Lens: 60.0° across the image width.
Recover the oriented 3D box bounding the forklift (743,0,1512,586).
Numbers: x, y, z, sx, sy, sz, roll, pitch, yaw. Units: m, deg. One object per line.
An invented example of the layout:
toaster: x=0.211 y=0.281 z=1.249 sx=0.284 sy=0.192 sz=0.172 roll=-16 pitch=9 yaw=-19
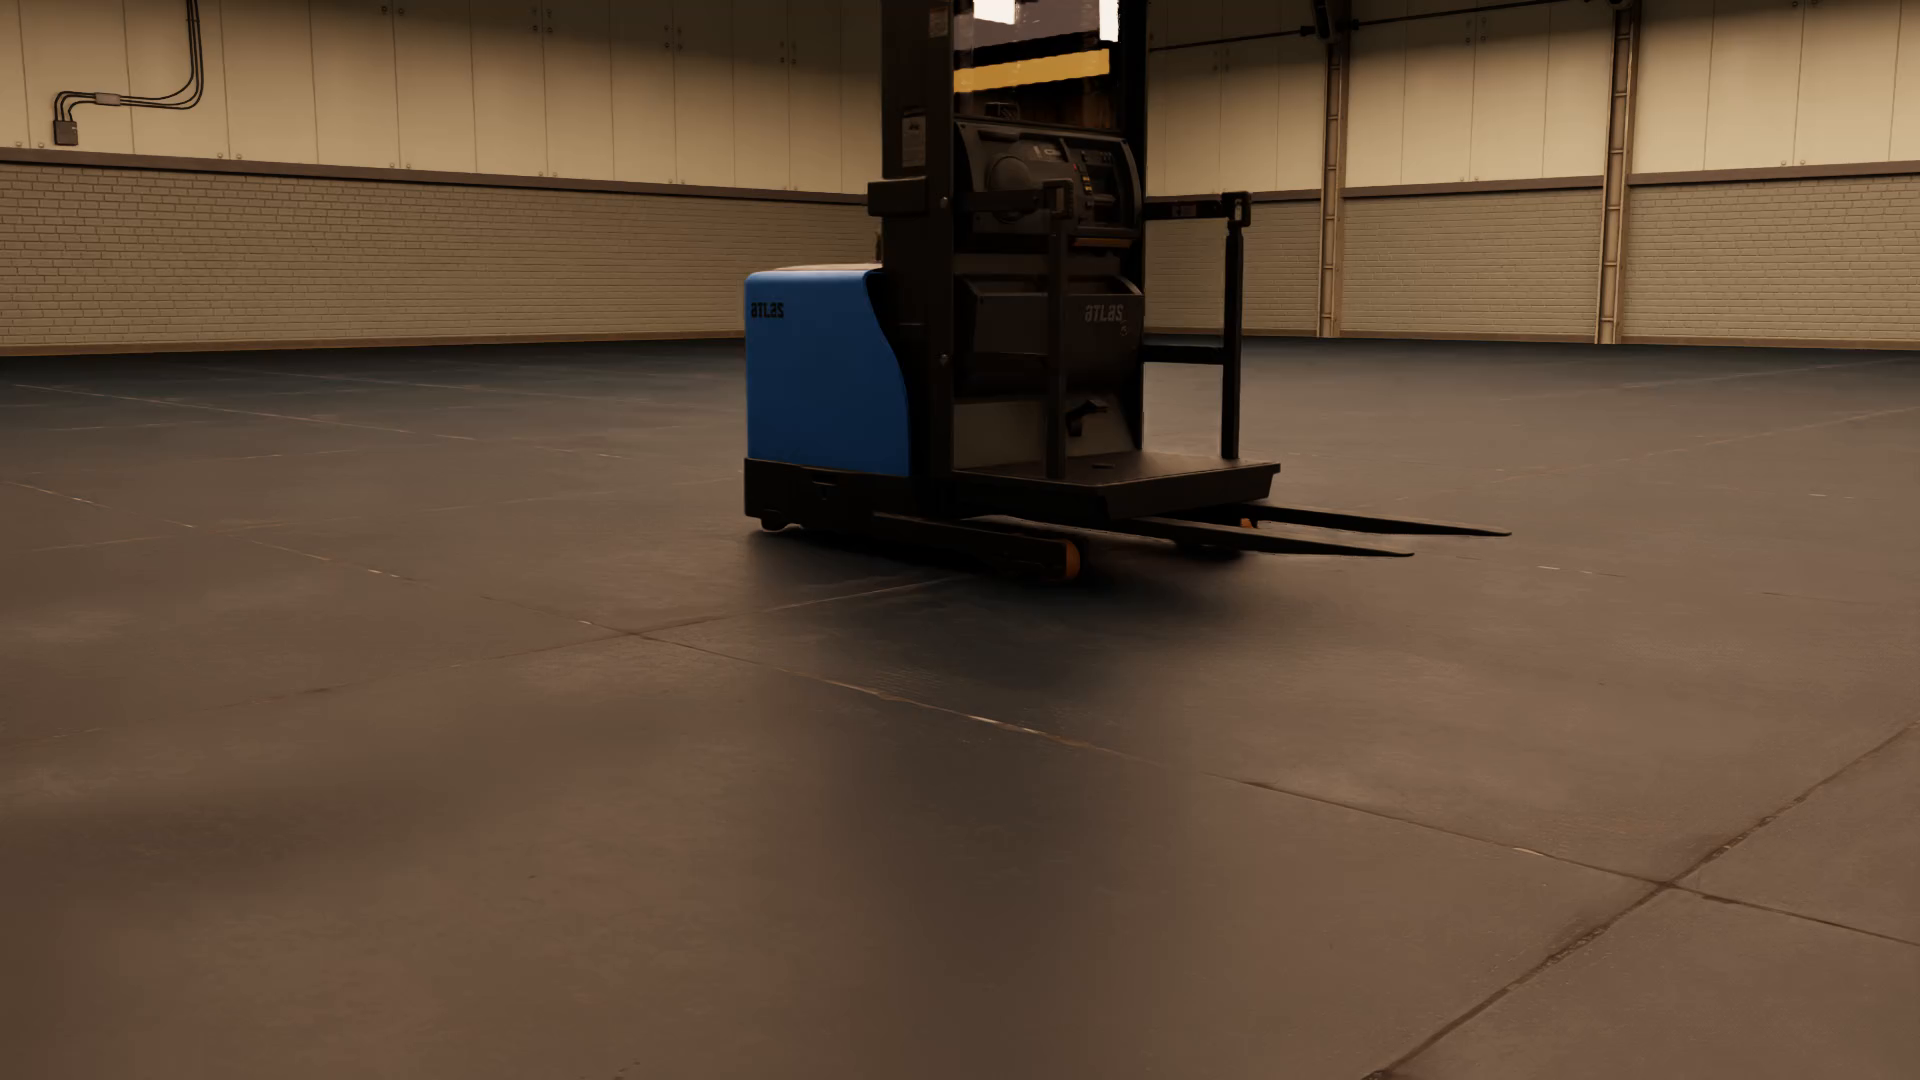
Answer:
forklift: x=0.491 y=-1.380 z=6.035 sx=1.130 sy=2.935 sz=3.031 roll=-8 pitch=12 yaw=-44
